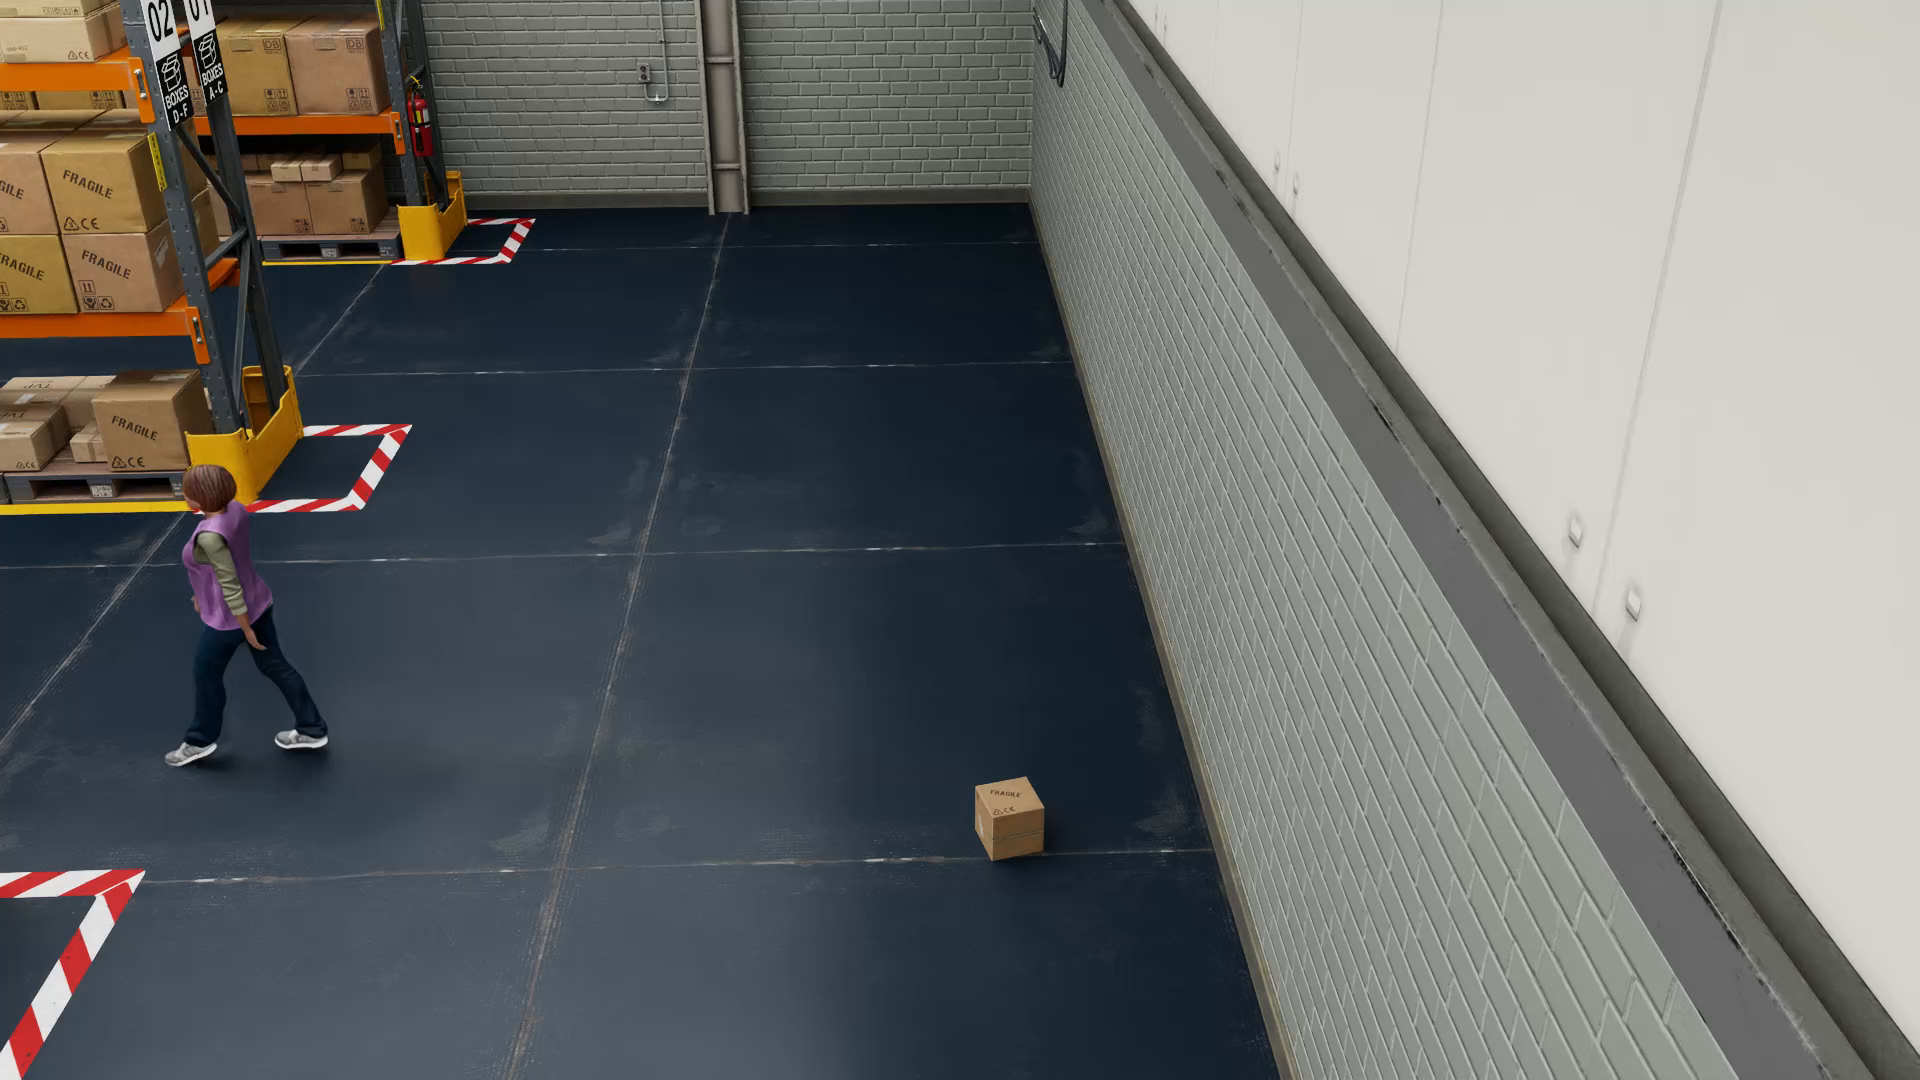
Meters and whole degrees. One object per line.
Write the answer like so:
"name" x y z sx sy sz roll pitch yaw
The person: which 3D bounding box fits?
"person" -3.535 0.360 7.961 0.794 1.576 0.408 1 28 2
